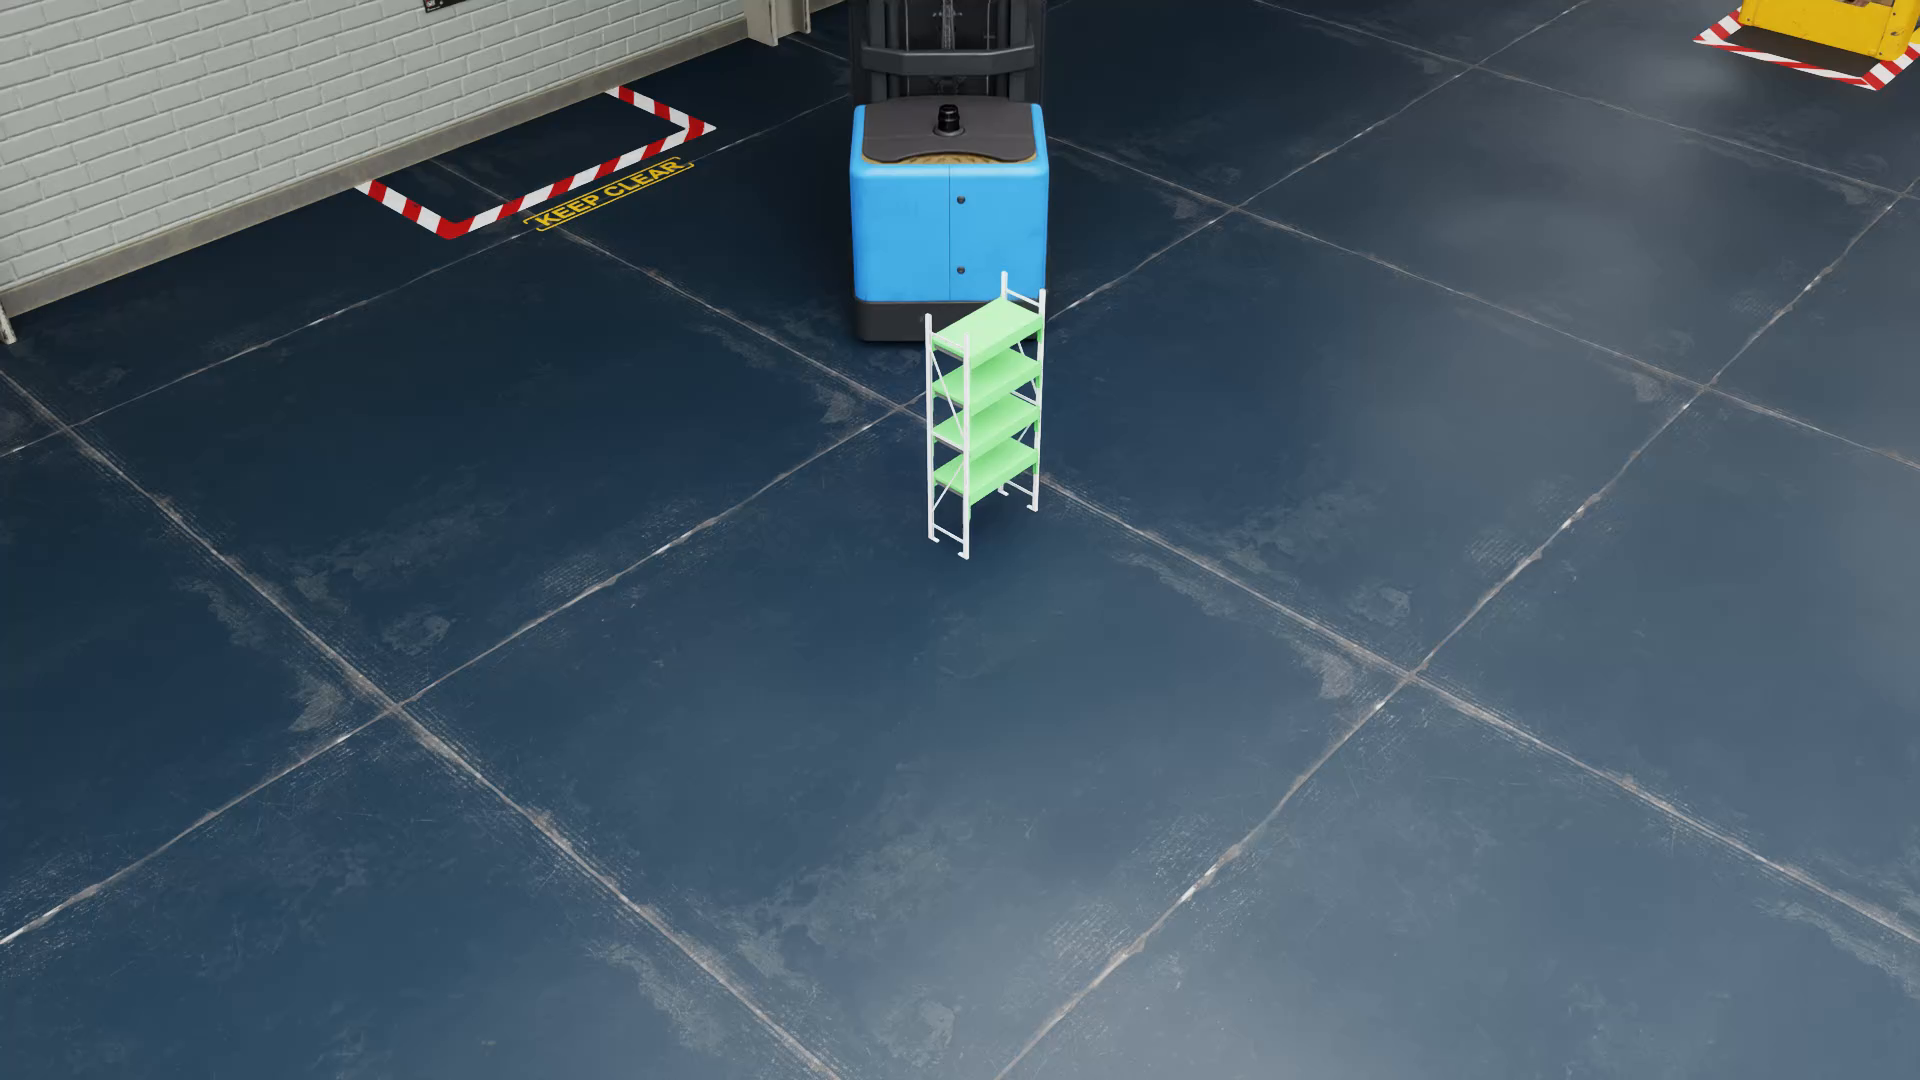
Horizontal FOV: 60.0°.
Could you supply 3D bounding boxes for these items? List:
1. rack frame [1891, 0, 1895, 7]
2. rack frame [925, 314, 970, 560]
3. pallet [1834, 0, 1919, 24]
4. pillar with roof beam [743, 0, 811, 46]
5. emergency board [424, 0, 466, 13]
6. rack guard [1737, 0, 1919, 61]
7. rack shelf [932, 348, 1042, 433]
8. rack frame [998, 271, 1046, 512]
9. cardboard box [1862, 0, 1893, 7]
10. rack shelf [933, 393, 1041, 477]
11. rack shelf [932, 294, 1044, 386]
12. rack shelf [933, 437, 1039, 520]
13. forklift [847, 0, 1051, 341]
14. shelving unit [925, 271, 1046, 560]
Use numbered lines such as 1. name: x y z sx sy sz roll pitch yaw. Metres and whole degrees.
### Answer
1. rack frame: 6.502 -4.992 11.618 1.000 3.000 0.127 30 47 32
2. rack frame: -0.053 -0.434 7.331 0.240 1.200 0.015 30 47 32
3. pallet: 6.987 -4.269 12.949 1.003 0.211 1.213 30 47 32
4. pillar with roof beam: 1.807 -5.539 7.485 9.100 9.000 0.400 30 47 32
5. emergency board: -3.086 -3.883 10.223 0.157 1.169 0.626 30 47 32
6. rack guard: 6.486 -4.002 12.382 1.175 0.500 0.348 30 47 32
7. rack shelf: 0.112 -0.684 7.363 0.258 0.148 0.480 30 47 32
8. rack frame: 0.276 -0.658 7.613 0.240 1.200 0.015 30 47 32
9. cardboard box: 7.028 -4.233 12.535 0.500 0.250 0.500 30 47 32
10. rack shelf: 0.112 -0.496 7.512 0.258 0.148 0.480 30 47 32
11. rack shelf: 0.112 -0.871 7.213 0.258 0.148 0.480 30 47 32
12. rack shelf: 0.112 -0.308 7.661 0.258 0.148 0.480 30 47 32
13. forklift: -0.075 -3.111 9.307 1.130 2.935 3.031 -1 38 -1
14. shelving unit: 0.112 -0.546 7.472 0.258 1.200 0.503 30 47 32
